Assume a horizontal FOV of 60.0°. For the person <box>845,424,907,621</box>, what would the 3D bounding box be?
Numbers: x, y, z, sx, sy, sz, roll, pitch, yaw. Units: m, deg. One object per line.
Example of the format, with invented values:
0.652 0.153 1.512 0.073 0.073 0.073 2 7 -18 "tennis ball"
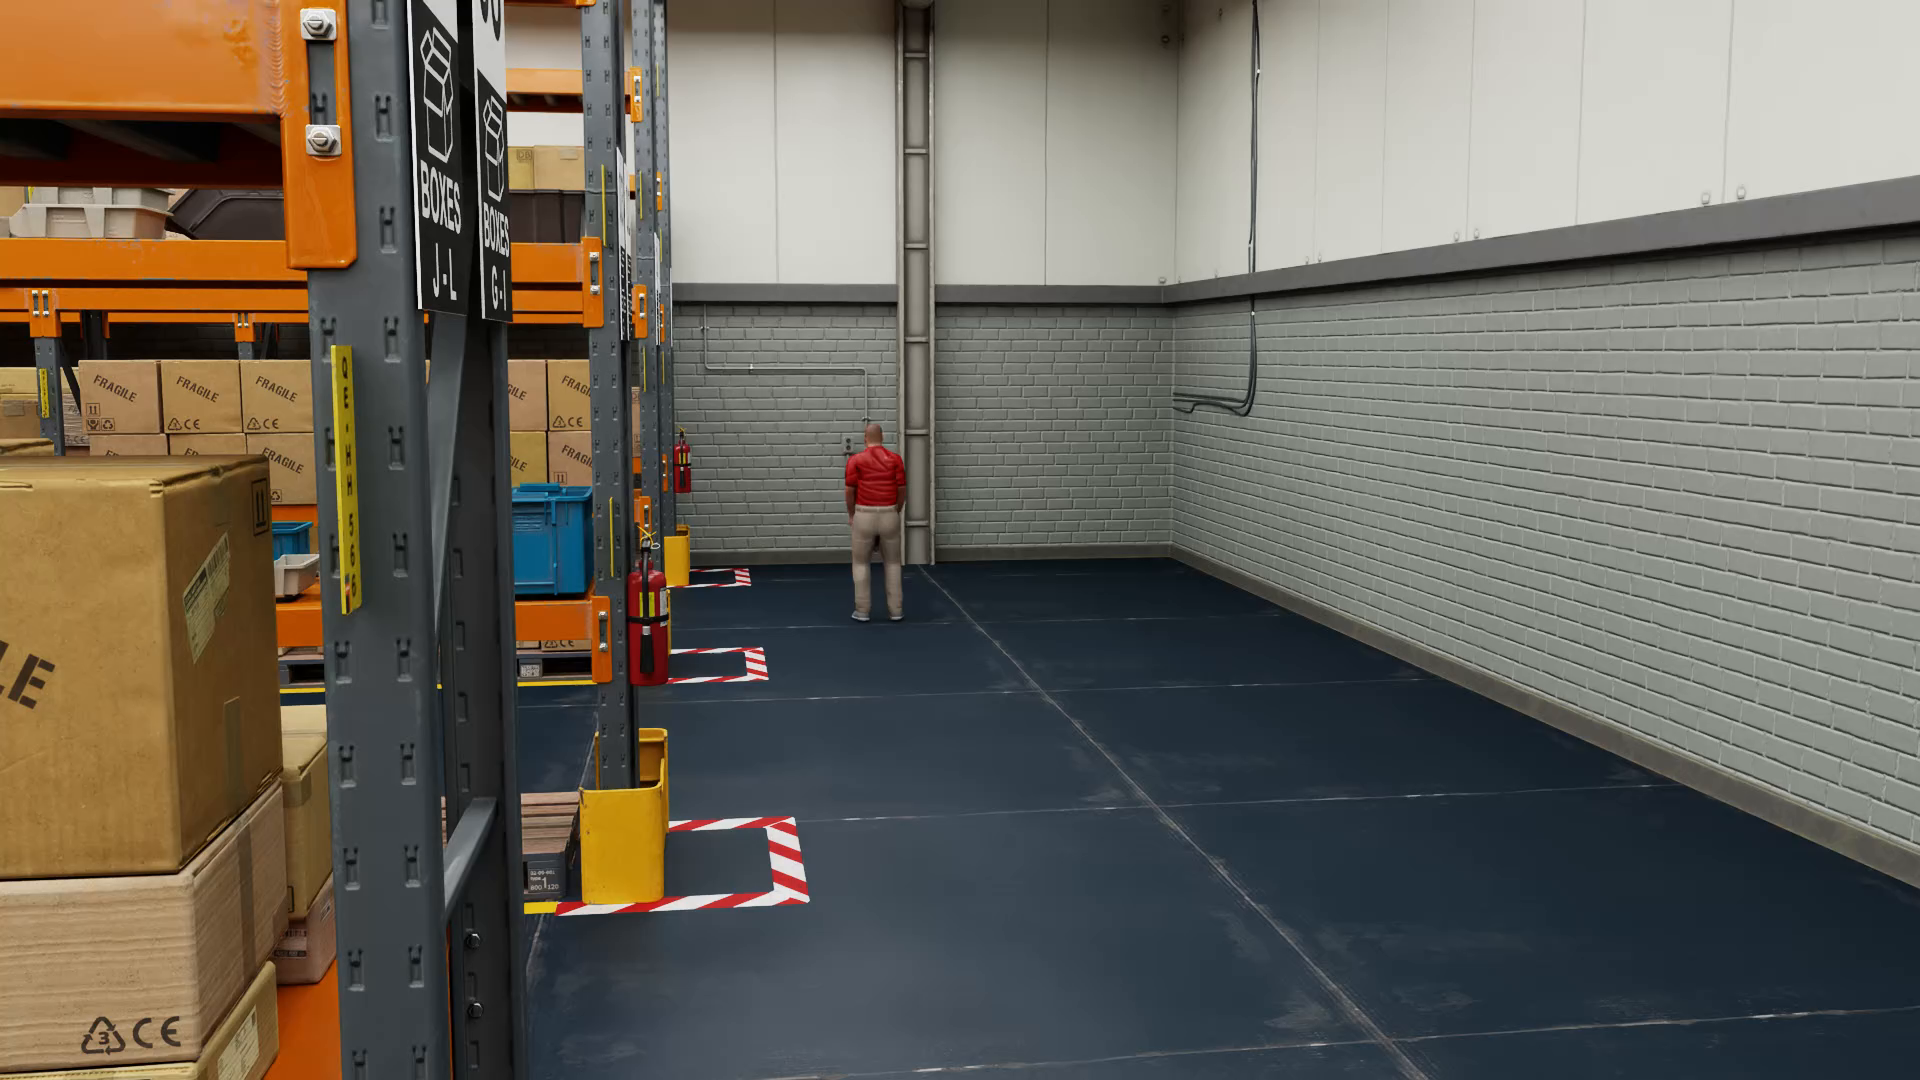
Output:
-0.744 -0.156 14.631 0.547 1.733 0.405 -1 7 -10 "person"
